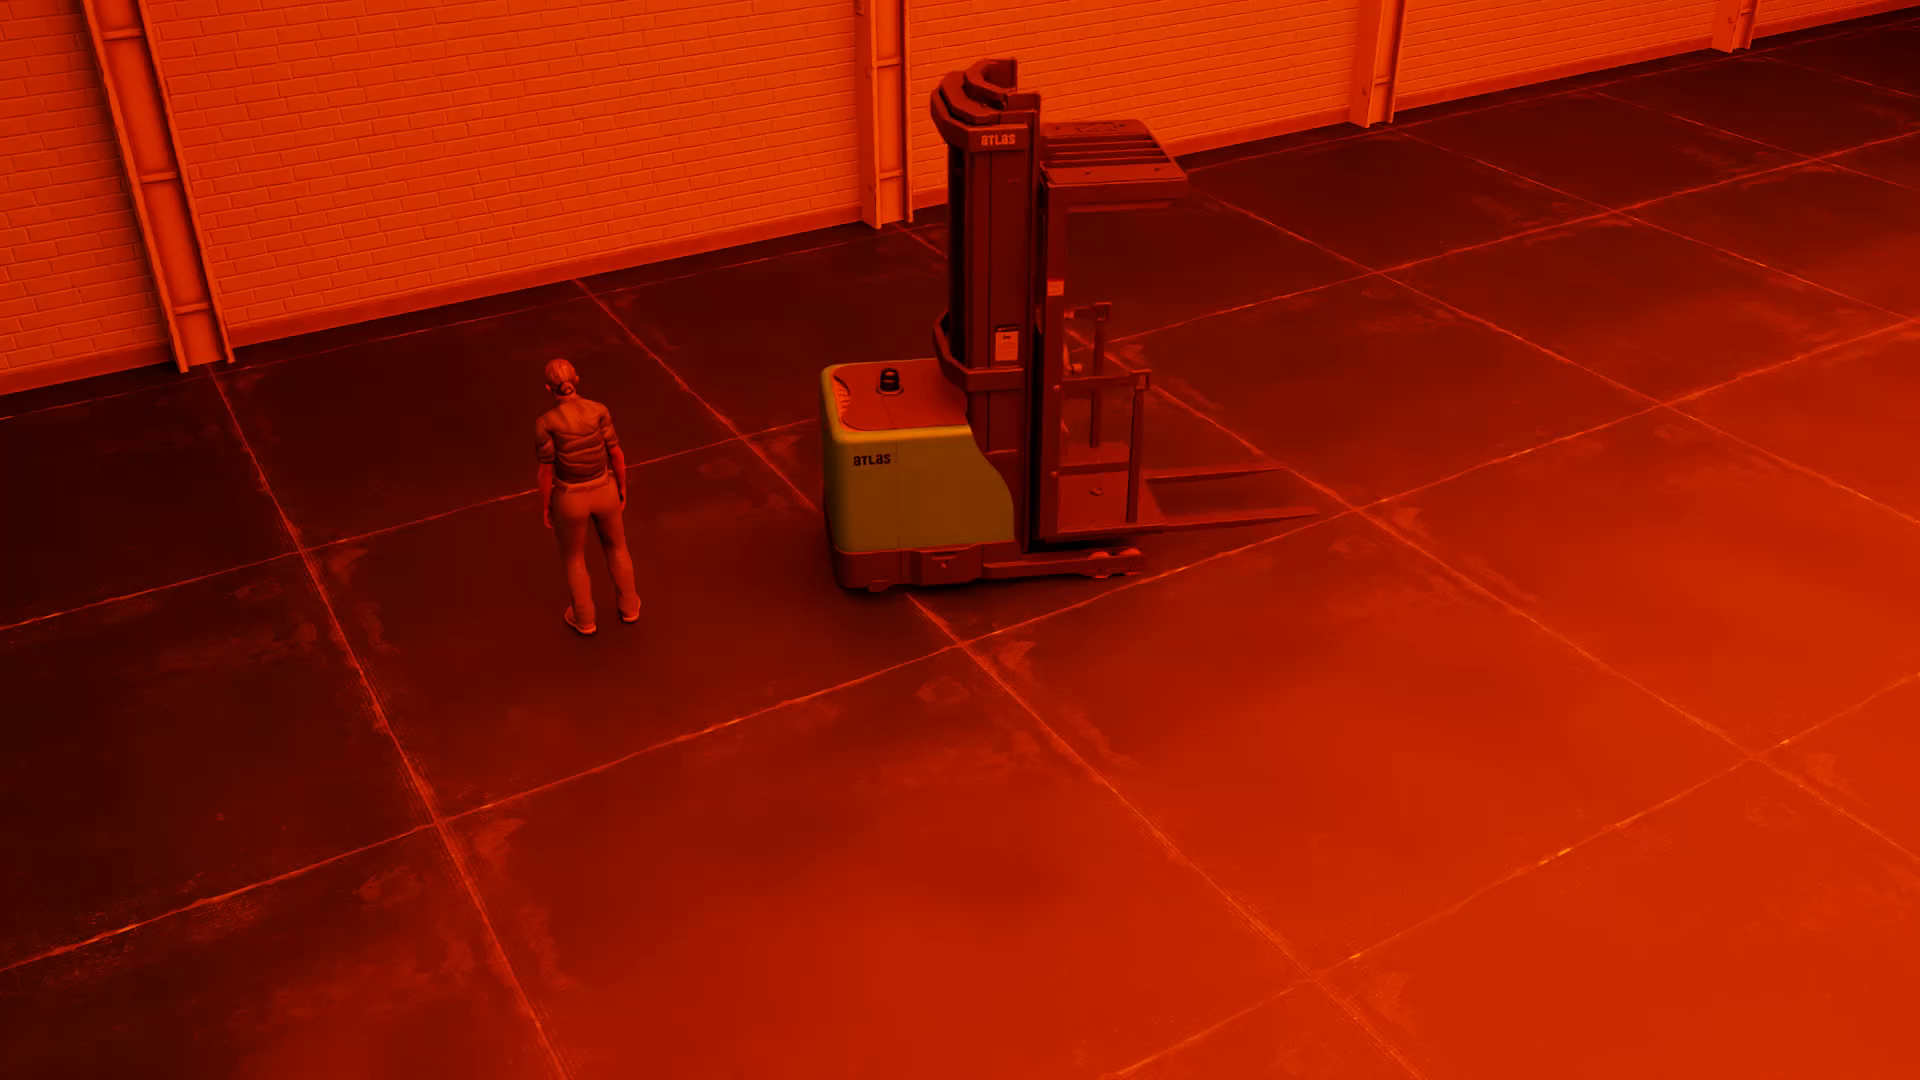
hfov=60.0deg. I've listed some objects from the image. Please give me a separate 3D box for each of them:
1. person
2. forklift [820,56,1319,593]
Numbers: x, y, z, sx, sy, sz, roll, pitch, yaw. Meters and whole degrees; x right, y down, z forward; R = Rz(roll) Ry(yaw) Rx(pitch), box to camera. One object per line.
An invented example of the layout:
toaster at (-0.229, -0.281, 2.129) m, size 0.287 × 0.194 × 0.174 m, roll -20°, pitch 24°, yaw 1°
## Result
person at (-2.091, -0.238, 9.291) m, size 0.520 × 1.653 × 0.349 m, roll -15°, pitch 34°, yaw -23°
forklift at (0.692, -1.286, 9.794) m, size 3.031 × 2.935 × 1.130 m, roll -5°, pitch 31°, yaw -8°
